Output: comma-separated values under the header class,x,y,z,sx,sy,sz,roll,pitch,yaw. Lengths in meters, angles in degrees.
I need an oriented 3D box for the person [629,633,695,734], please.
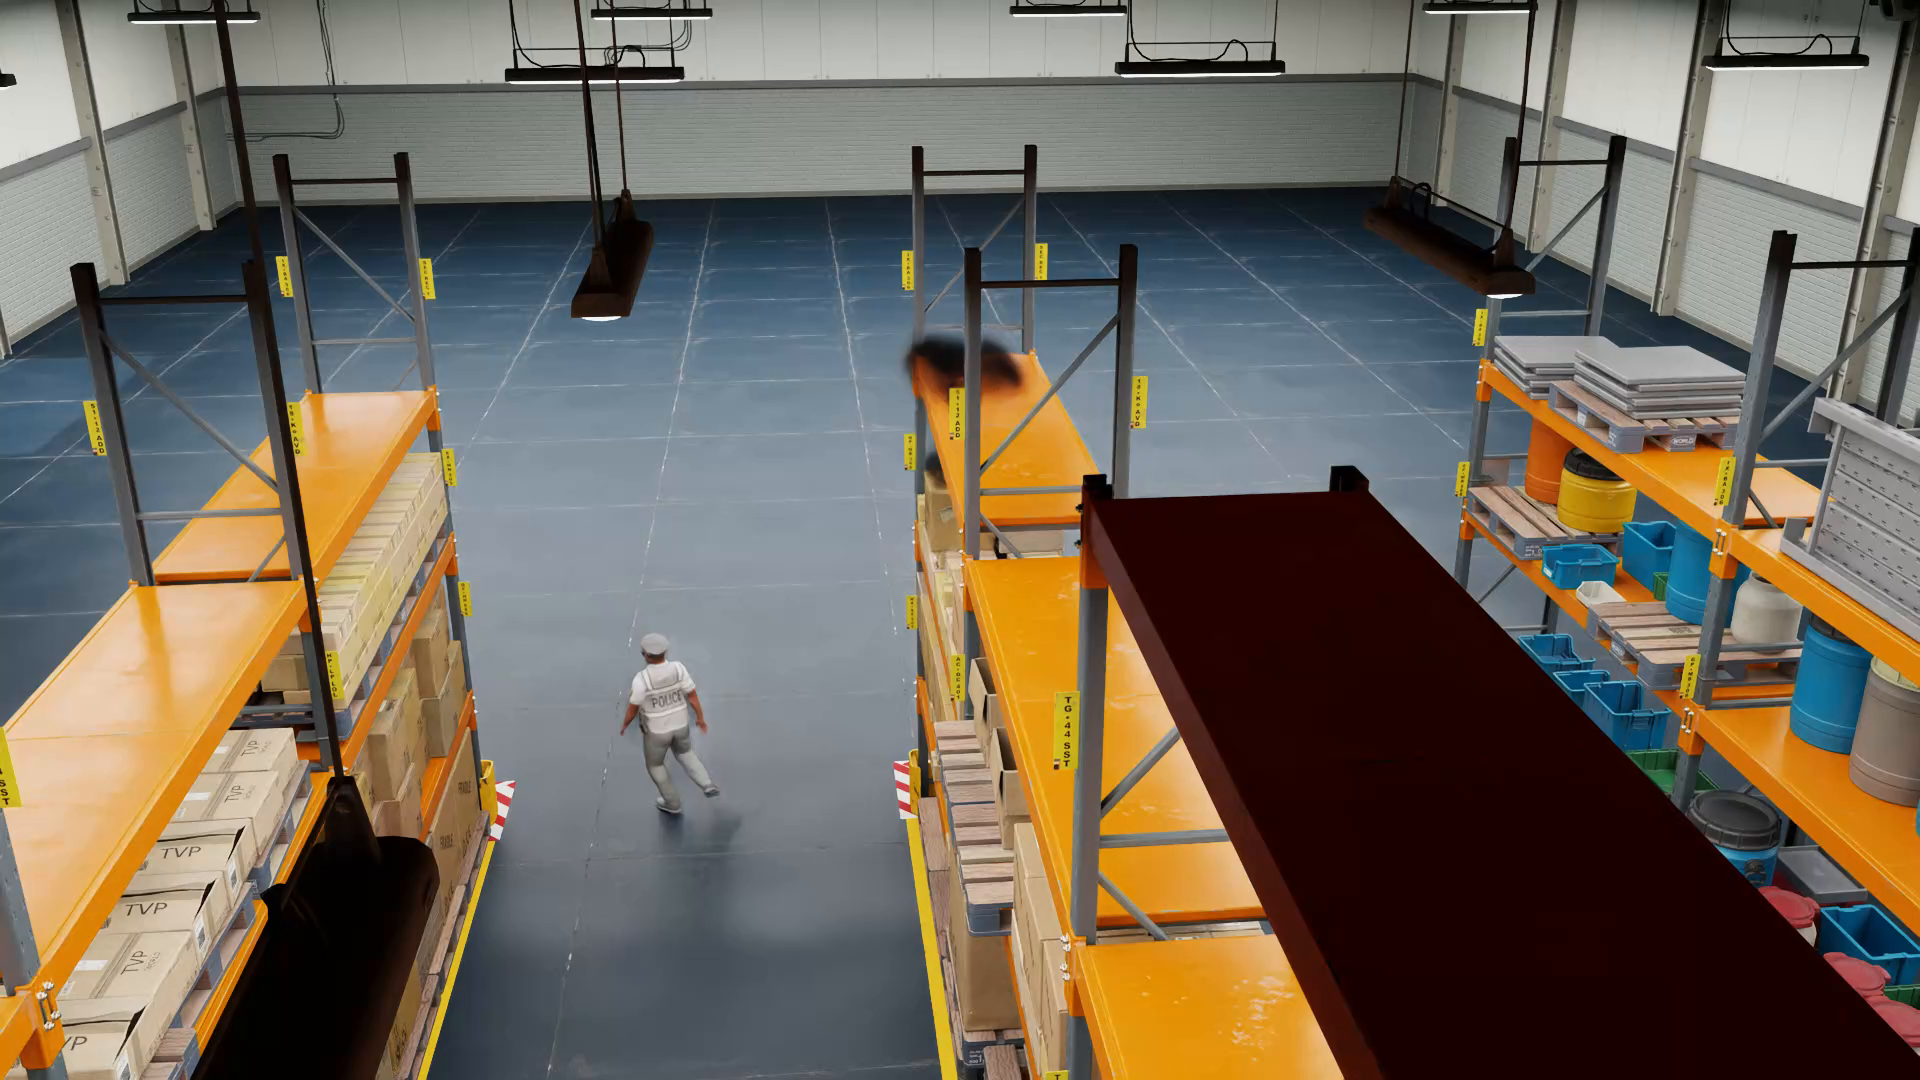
class,x,y,z,sx,sy,sz,roll,pitch,yaw
person,-2.693,1.286,14.906,0.594,0.901,0.407,-18,28,-38
